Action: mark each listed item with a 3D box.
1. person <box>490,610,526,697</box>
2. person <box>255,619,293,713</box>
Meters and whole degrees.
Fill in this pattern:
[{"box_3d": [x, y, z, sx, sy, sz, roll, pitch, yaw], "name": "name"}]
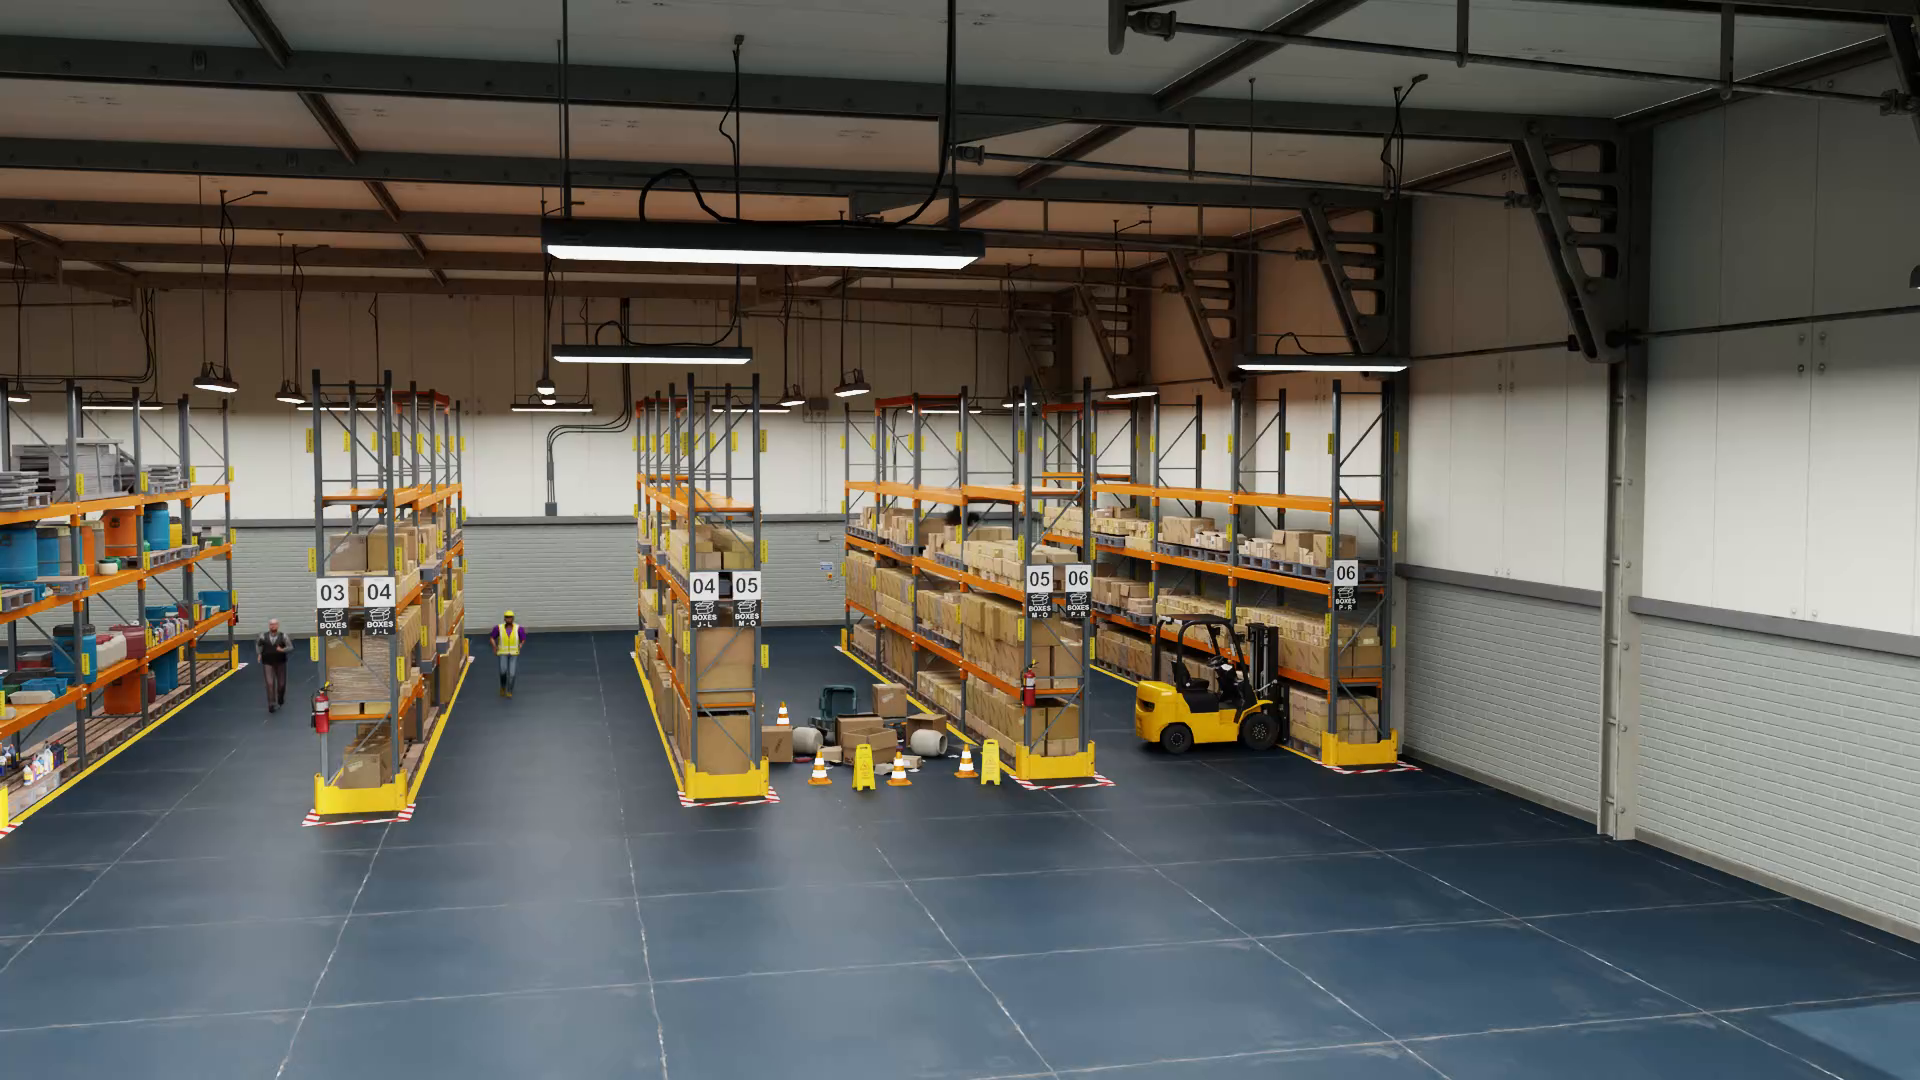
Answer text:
[{"box_3d": [-8.855, 2.244, 32.619, 0.676, 1.719, 0.590, -1, 3, -19], "name": "person"}, {"box_3d": [-12.823, 2.332, 31.097, 0.662, 1.698, 0.961, -1, 4, -23], "name": "person"}]
